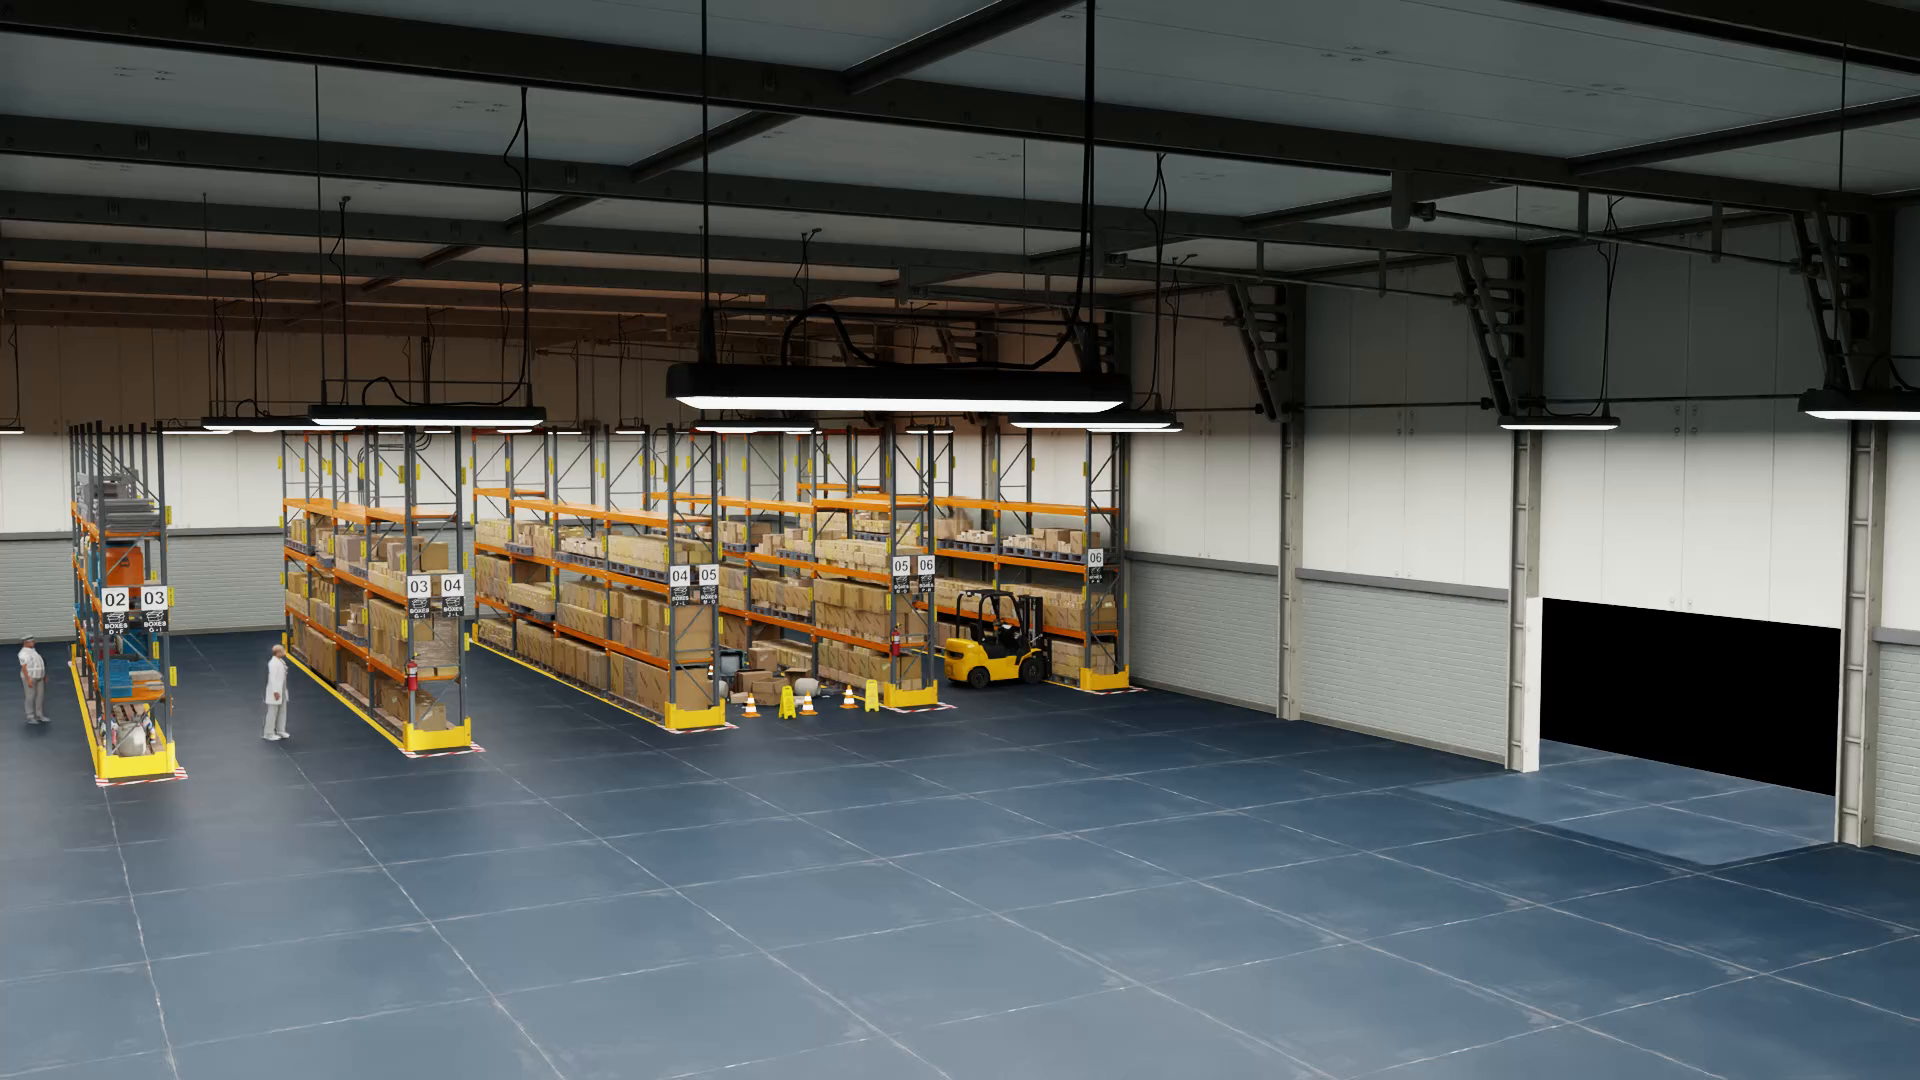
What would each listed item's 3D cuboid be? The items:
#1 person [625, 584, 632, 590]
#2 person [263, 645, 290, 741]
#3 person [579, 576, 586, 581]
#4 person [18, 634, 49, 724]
[{"bbox_3d":[-9.172,2.037,45.945,0.471,1.686,0.412,2,4,33],"label":"person"},{"bbox_3d":[-12.966,2.882,31.566,0.428,1.800,0.608,0,4,6],"label":"person"},{"bbox_3d":[-11.265,1.868,49.750,0.476,1.588,0.495,-1,4,-9],"label":"person"},{"bbox_3d":[-18.655,2.805,33.537,0.497,1.803,0.584,0,4,7],"label":"person"}]
